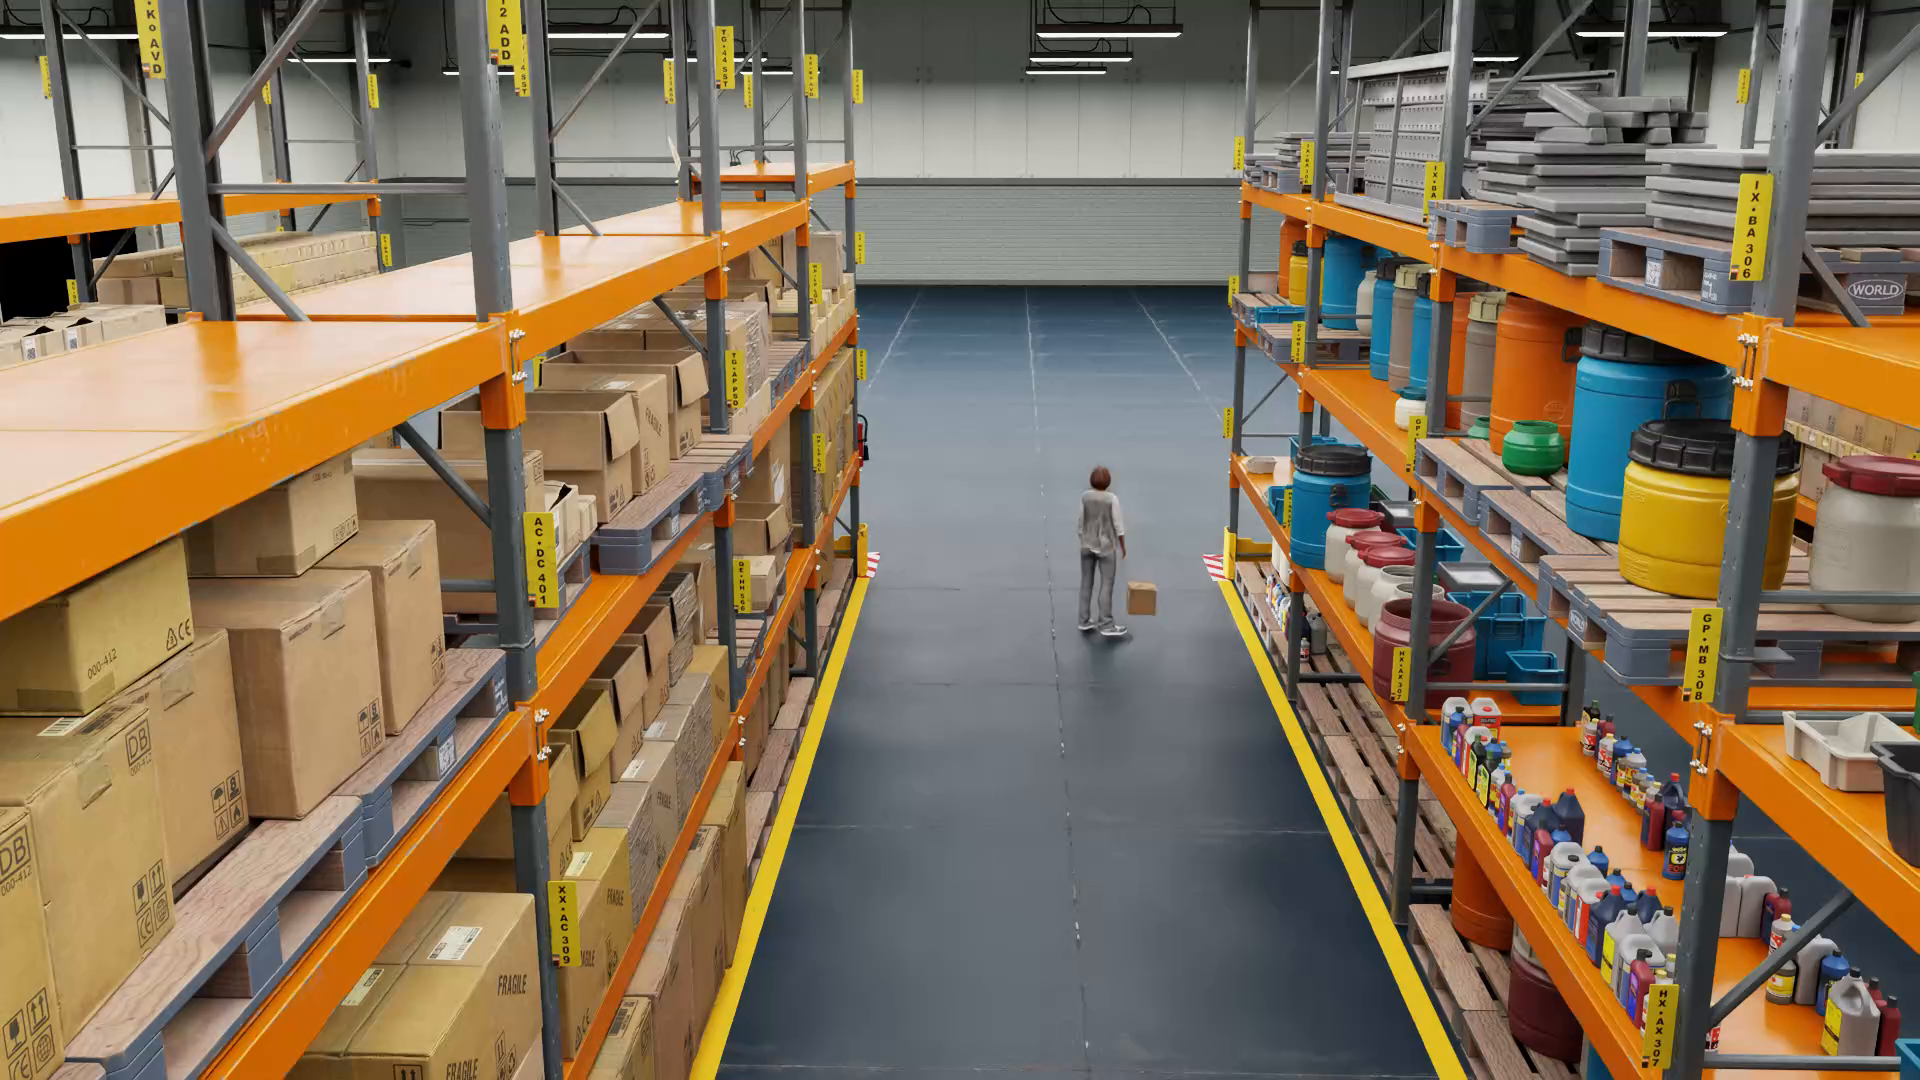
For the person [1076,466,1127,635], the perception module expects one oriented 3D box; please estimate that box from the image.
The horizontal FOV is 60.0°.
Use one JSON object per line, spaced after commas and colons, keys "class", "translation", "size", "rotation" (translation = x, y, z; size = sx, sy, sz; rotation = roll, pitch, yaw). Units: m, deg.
{"class": "person", "translation": [1.321, 0.088, 15.576], "size": [0.503, 1.607, 0.347], "rotation": [8, 16, 30]}
